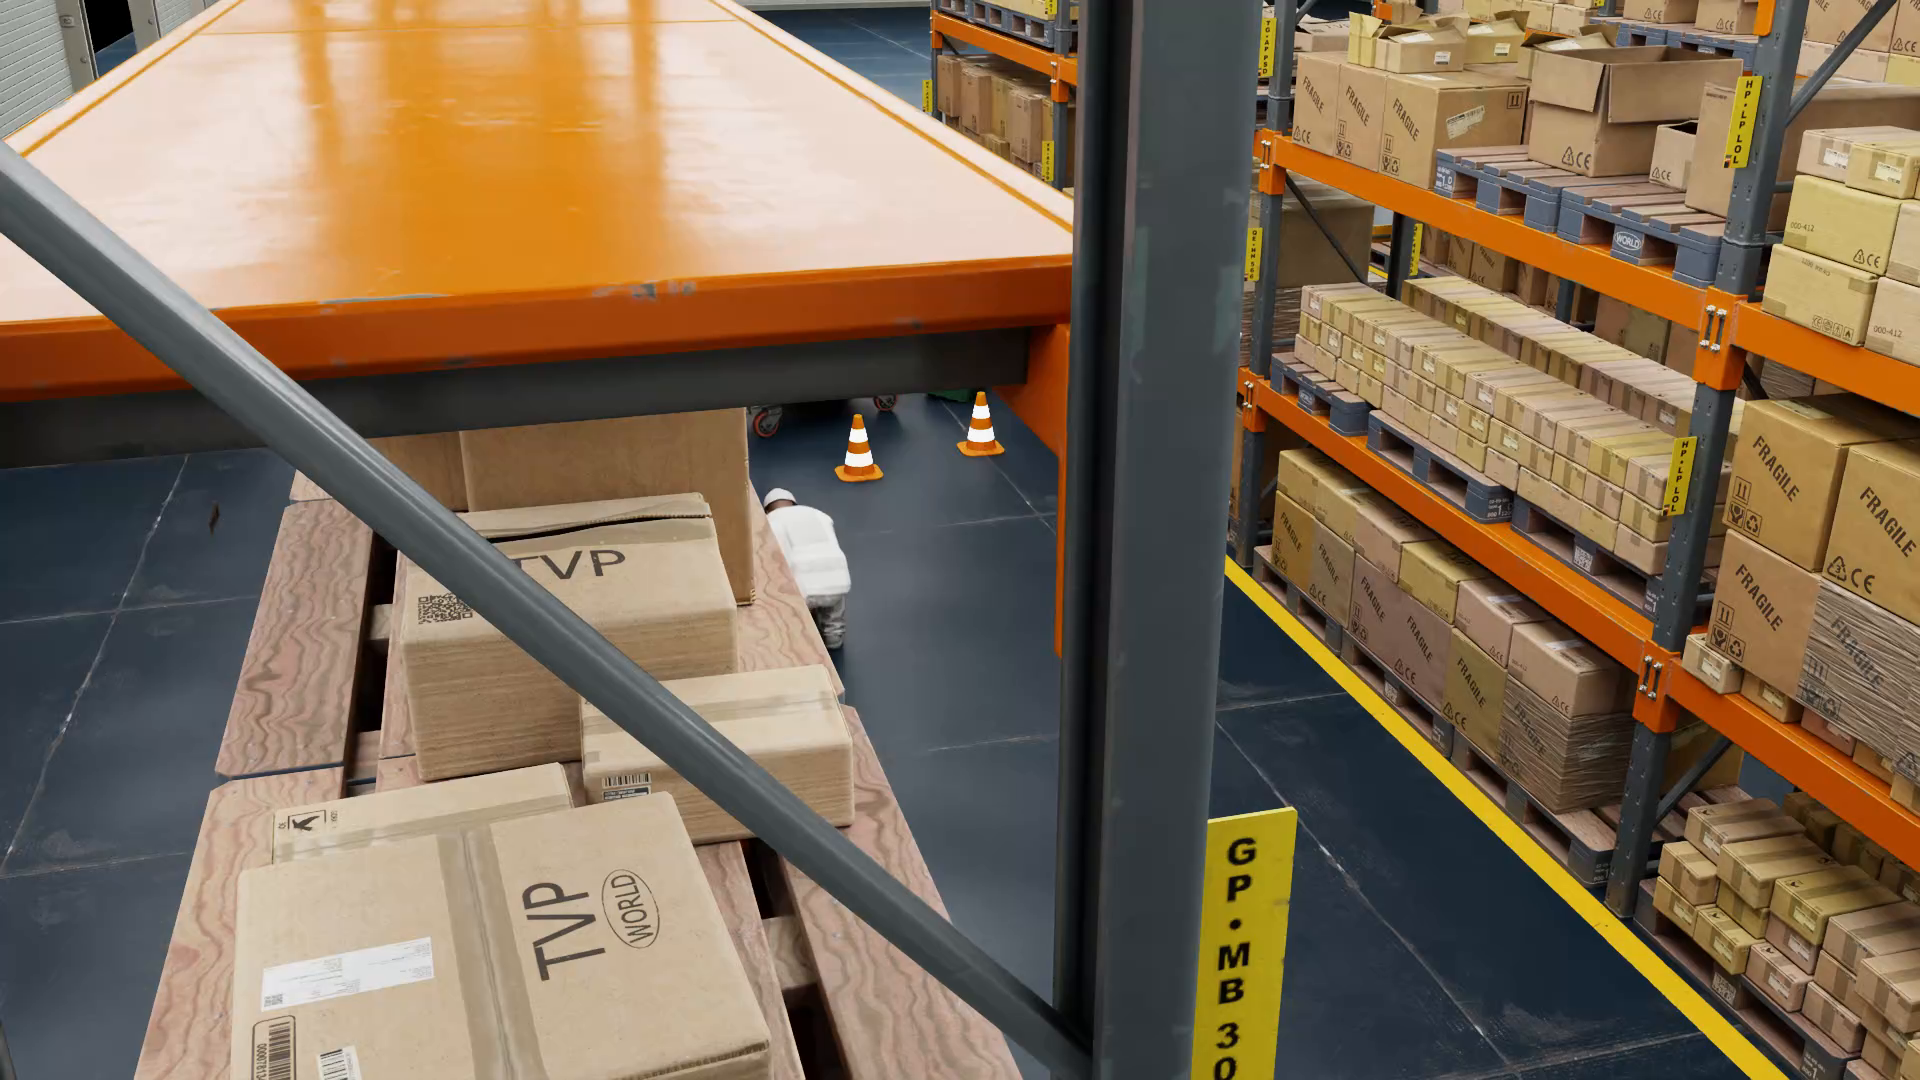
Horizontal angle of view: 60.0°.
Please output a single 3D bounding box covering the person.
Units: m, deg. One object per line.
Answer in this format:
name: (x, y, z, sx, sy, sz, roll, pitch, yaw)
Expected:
person: (-0.924, -0.231, 9.614, 0.518, 1.788, 0.560, -6, 24, -15)
